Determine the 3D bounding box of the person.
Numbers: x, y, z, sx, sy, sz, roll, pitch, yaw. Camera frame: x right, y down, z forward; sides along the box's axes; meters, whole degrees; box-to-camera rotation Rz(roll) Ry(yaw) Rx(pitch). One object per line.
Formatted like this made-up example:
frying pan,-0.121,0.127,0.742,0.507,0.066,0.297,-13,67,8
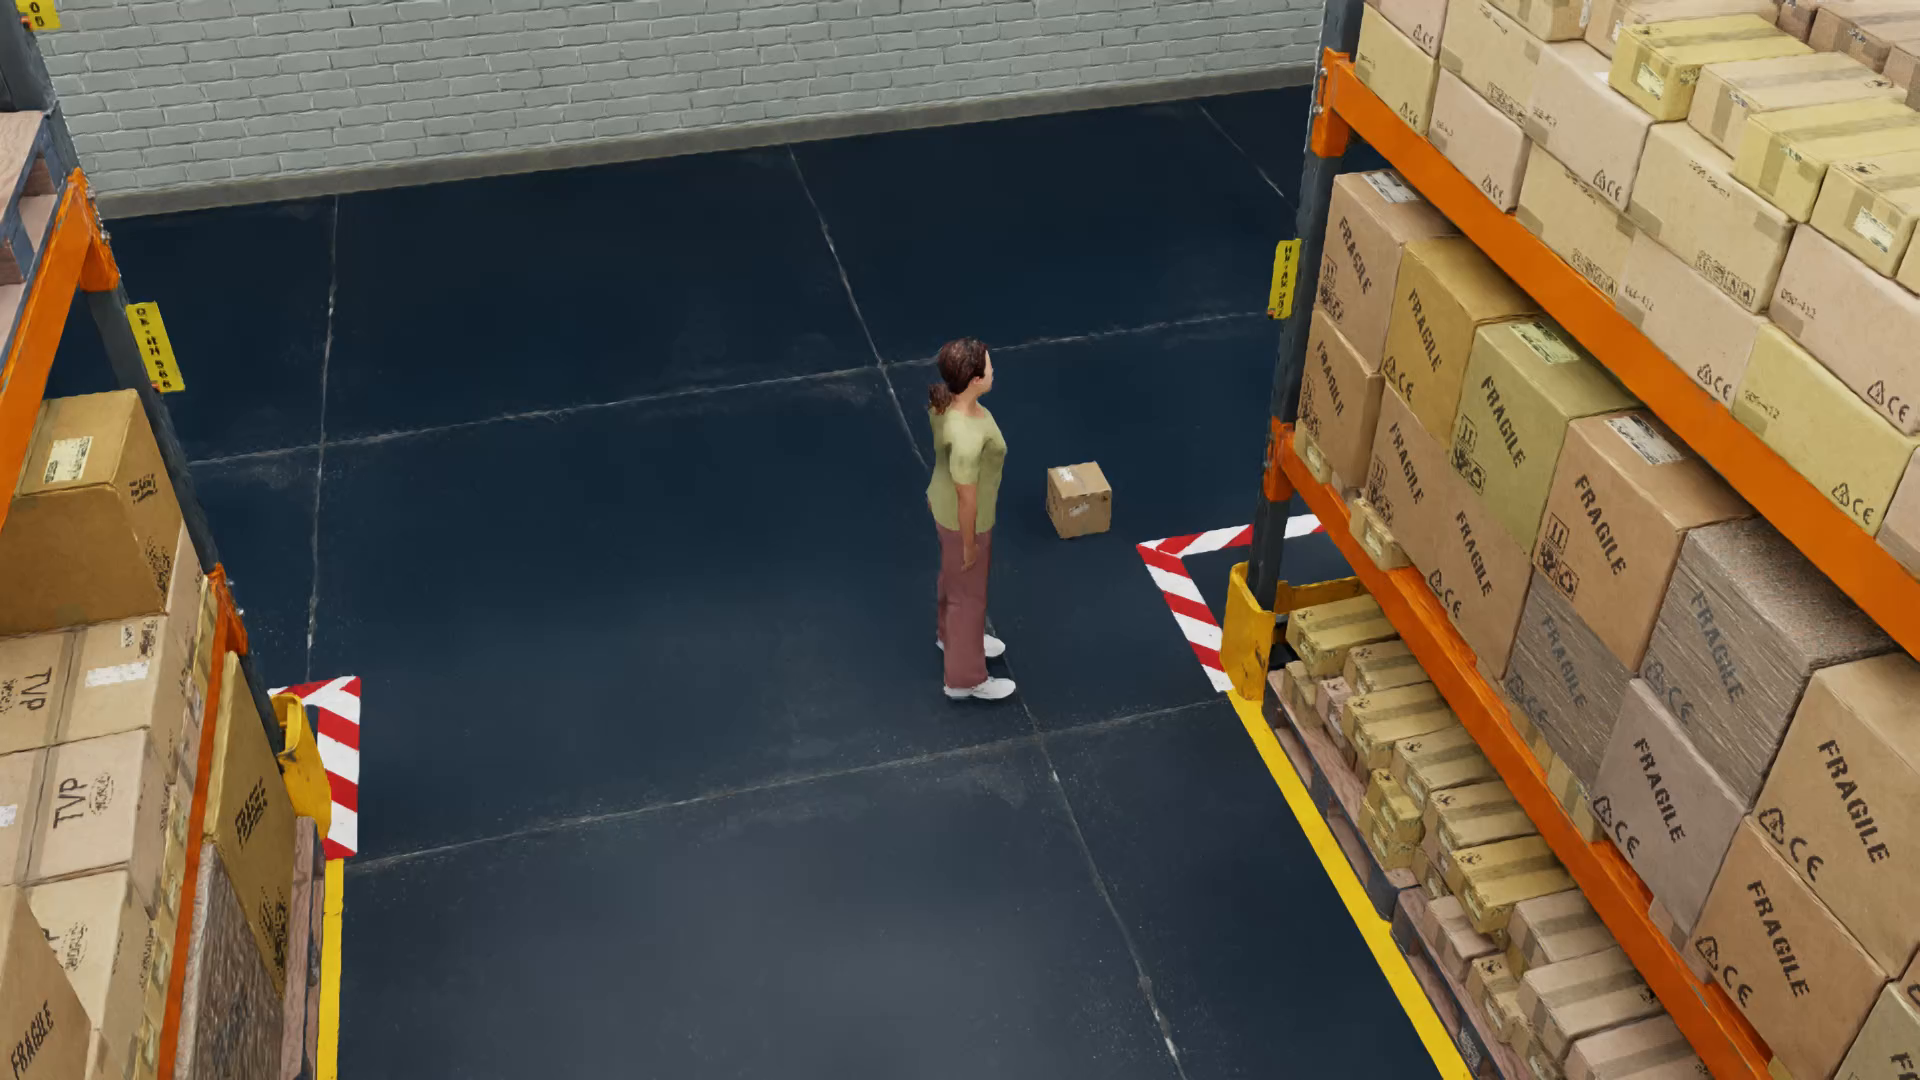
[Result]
person,0.034,-0.101,6.808,0.372,1.679,0.490,-9,39,-11
